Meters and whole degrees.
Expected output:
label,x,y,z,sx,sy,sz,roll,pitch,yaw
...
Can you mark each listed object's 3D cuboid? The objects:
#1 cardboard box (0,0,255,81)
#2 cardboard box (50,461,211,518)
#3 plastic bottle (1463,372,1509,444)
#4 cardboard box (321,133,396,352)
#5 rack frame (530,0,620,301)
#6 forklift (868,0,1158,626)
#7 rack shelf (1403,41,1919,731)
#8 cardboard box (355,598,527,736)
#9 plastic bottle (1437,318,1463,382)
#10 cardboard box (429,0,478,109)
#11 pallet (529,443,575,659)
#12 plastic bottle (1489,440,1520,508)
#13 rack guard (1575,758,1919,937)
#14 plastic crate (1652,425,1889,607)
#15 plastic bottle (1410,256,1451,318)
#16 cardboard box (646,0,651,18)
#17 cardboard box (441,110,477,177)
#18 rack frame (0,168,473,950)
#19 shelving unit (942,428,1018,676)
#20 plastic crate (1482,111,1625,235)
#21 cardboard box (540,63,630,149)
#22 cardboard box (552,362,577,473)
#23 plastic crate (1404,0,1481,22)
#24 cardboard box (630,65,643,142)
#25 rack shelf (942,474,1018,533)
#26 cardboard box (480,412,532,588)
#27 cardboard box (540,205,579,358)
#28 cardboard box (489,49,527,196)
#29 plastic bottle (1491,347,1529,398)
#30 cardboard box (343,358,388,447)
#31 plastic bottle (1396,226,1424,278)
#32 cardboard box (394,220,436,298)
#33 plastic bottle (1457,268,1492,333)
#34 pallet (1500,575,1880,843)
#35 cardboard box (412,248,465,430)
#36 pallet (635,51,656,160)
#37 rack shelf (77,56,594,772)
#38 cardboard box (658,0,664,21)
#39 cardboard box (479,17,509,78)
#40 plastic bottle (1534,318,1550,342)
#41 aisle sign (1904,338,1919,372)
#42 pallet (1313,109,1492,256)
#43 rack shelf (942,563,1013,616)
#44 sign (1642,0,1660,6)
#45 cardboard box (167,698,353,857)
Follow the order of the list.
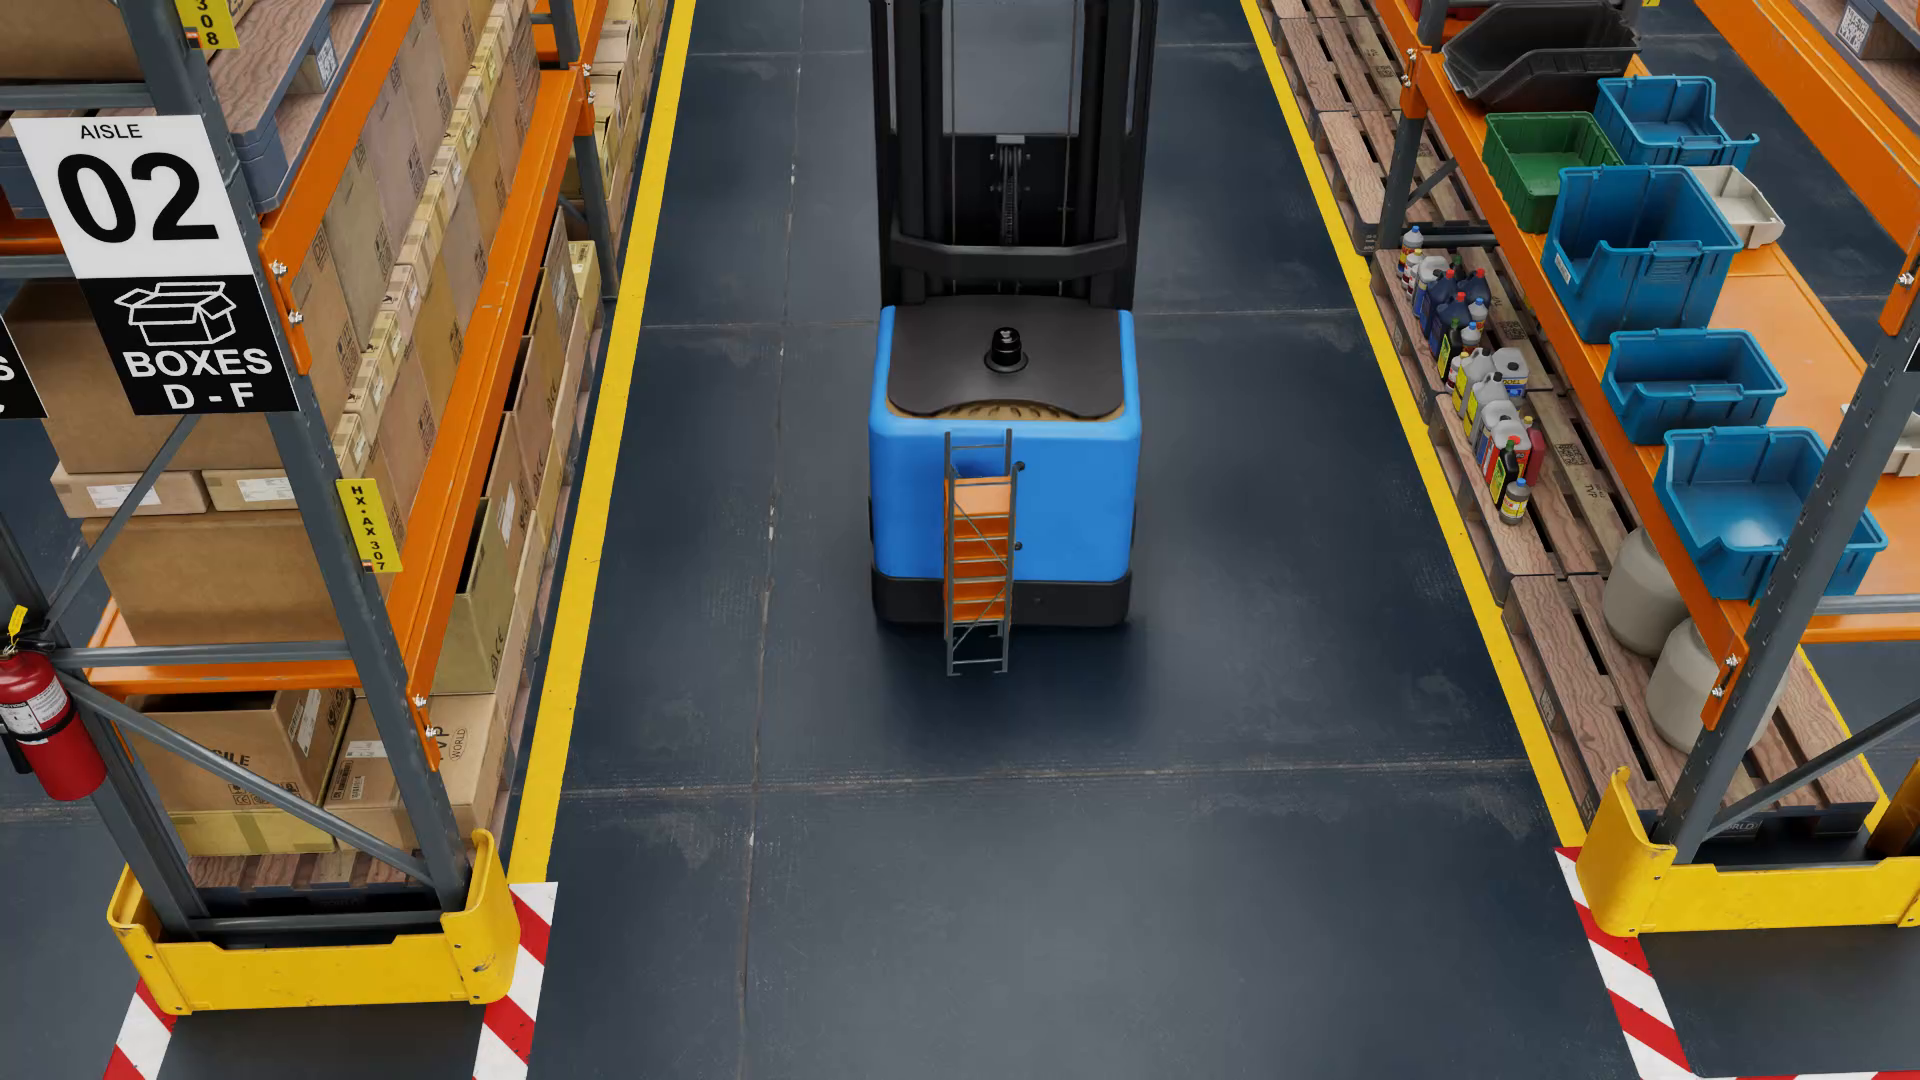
label,x,y,z,sx,sy,sz,roll,pitch,yaw
cardboard box,-2.125,-1.413,3.861,0.797,0.503,0.637,1,43,1
cardboard box,-2.311,-0.203,4.697,0.380,0.149,0.250,-2,43,-3
plastic bottle,2.328,-0.603,7.323,0.144,0.351,0.185,0,43,0
cardboard box,-2.142,-0.896,4.973,0.700,0.500,0.500,-3,43,-3
rack frame,-2.275,-2.375,7.621,1.000,3.000,0.127,-2,43,-2
forklift,0.211,-1.707,6.943,1.130,2.935,3.031,1,43,1
rack shelf,2.759,-0.899,6.543,1.077,0.370,4.000,-2,43,-2
cardboard box,-1.930,0.478,6.232,0.500,0.250,0.500,-2,43,-2
plastic bottle,2.267,-0.878,7.673,0.061,0.283,0.133,0,43,0
cardboard box,-2.206,-1.911,6.081,0.700,0.500,0.500,-2,43,-2
pallet,-2.228,0.017,7.075,1.003,0.211,1.213,-2,43,-2
plastic bottle,2.305,-0.281,7.021,0.061,0.283,0.133,-1,43,-1
rack guard,2.794,1.057,5.726,1.175,0.500,0.348,-2,43,-2
plastic crate,2.524,-0.089,5.237,0.499,0.251,0.616,-2,43,-2
plastic bottle,2.291,-1.227,8.059,0.152,0.276,0.135,0,43,0
cardboard box,-2.129,-3.385,10.032,0.500,0.311,0.500,-2,43,-2
cardboard box,-1.982,-1.437,6.044,0.380,0.149,0.250,0,43,0
rack frame,-2.105,0.325,4.675,1.000,3.000,0.127,-2,43,-2
shelving unit,0.067,0.074,6.271,0.258,1.200,0.189,-3,49,-4
plastic crate,2.450,-1.512,6.836,0.450,0.188,0.662,-2,43,-2
cardboard box,-2.059,-2.347,8.900,0.500,0.311,0.500,-2,43,-2
cardboard box,-1.989,-0.534,7.337,0.500,0.250,0.500,-2,43,-2
plastic crate,2.348,-2.856,8.099,0.402,0.464,0.583,-2,43,-2
cardboard box,-2.089,-2.490,9.471,0.500,0.250,0.500,-3,43,-3
rack shelf,0.070,-0.132,6.032,0.258,0.103,0.180,-3,49,-4
cardboard box,-1.963,-0.135,6.347,0.500,0.500,0.500,-2,43,-2
cardboard box,-2.027,-1.148,7.452,0.500,0.500,0.500,-2,43,-2
cardboard box,-2.221,-1.756,6.872,0.700,0.500,0.500,-2,43,-2
plastic bottle,2.467,-0.723,7.509,0.152,0.276,0.135,-2,43,-2
cardboard box,-1.920,-0.400,4.912,0.380,0.149,0.250,-3,43,-3
plastic bottle,2.250,-1.443,8.298,0.097,0.271,0.097,0,43,0
cardboard box,-1.952,-0.918,5.478,0.380,0.149,0.250,-3,43,-3
plastic bottle,2.438,-1.147,7.917,0.144,0.351,0.185,-2,43,-2
pallet,2.765,0.615,6.423,1.003,0.211,1.213,-2,43,-2
cardboard box,-2.154,-0.717,5.738,0.700,0.500,0.500,-1,43,-2
pallet,-2.400,-2.669,10.005,1.003,0.211,1.213,-2,43,-2
rack shelf,-2.190,-0.760,6.391,1.077,0.370,4.000,-2,43,-2
cardboard box,-2.153,-3.520,10.595,0.500,0.250,0.500,-2,43,-2
cardboard box,-2.015,-1.952,6.606,0.380,0.149,0.250,-2,43,-2
plastic bottle,2.851,-1.095,7.915,0.152,0.276,0.135,-2,43,-2
aisle sign,2.551,-0.715,3.887,0.394,0.787,0.004,-2,43,-2
pallet,2.602,-2.016,9.293,1.003,0.211,1.213,-2,43,-2
rack shelf,0.066,0.181,6.395,0.258,0.103,0.180,-3,49,-4
sign,3.224,-2.625,7.689,0.100,0.325,0.005,-2,43,-2
cardboard box,-2.423,0.831,5.848,0.500,0.250,0.500,-2,43,-2
